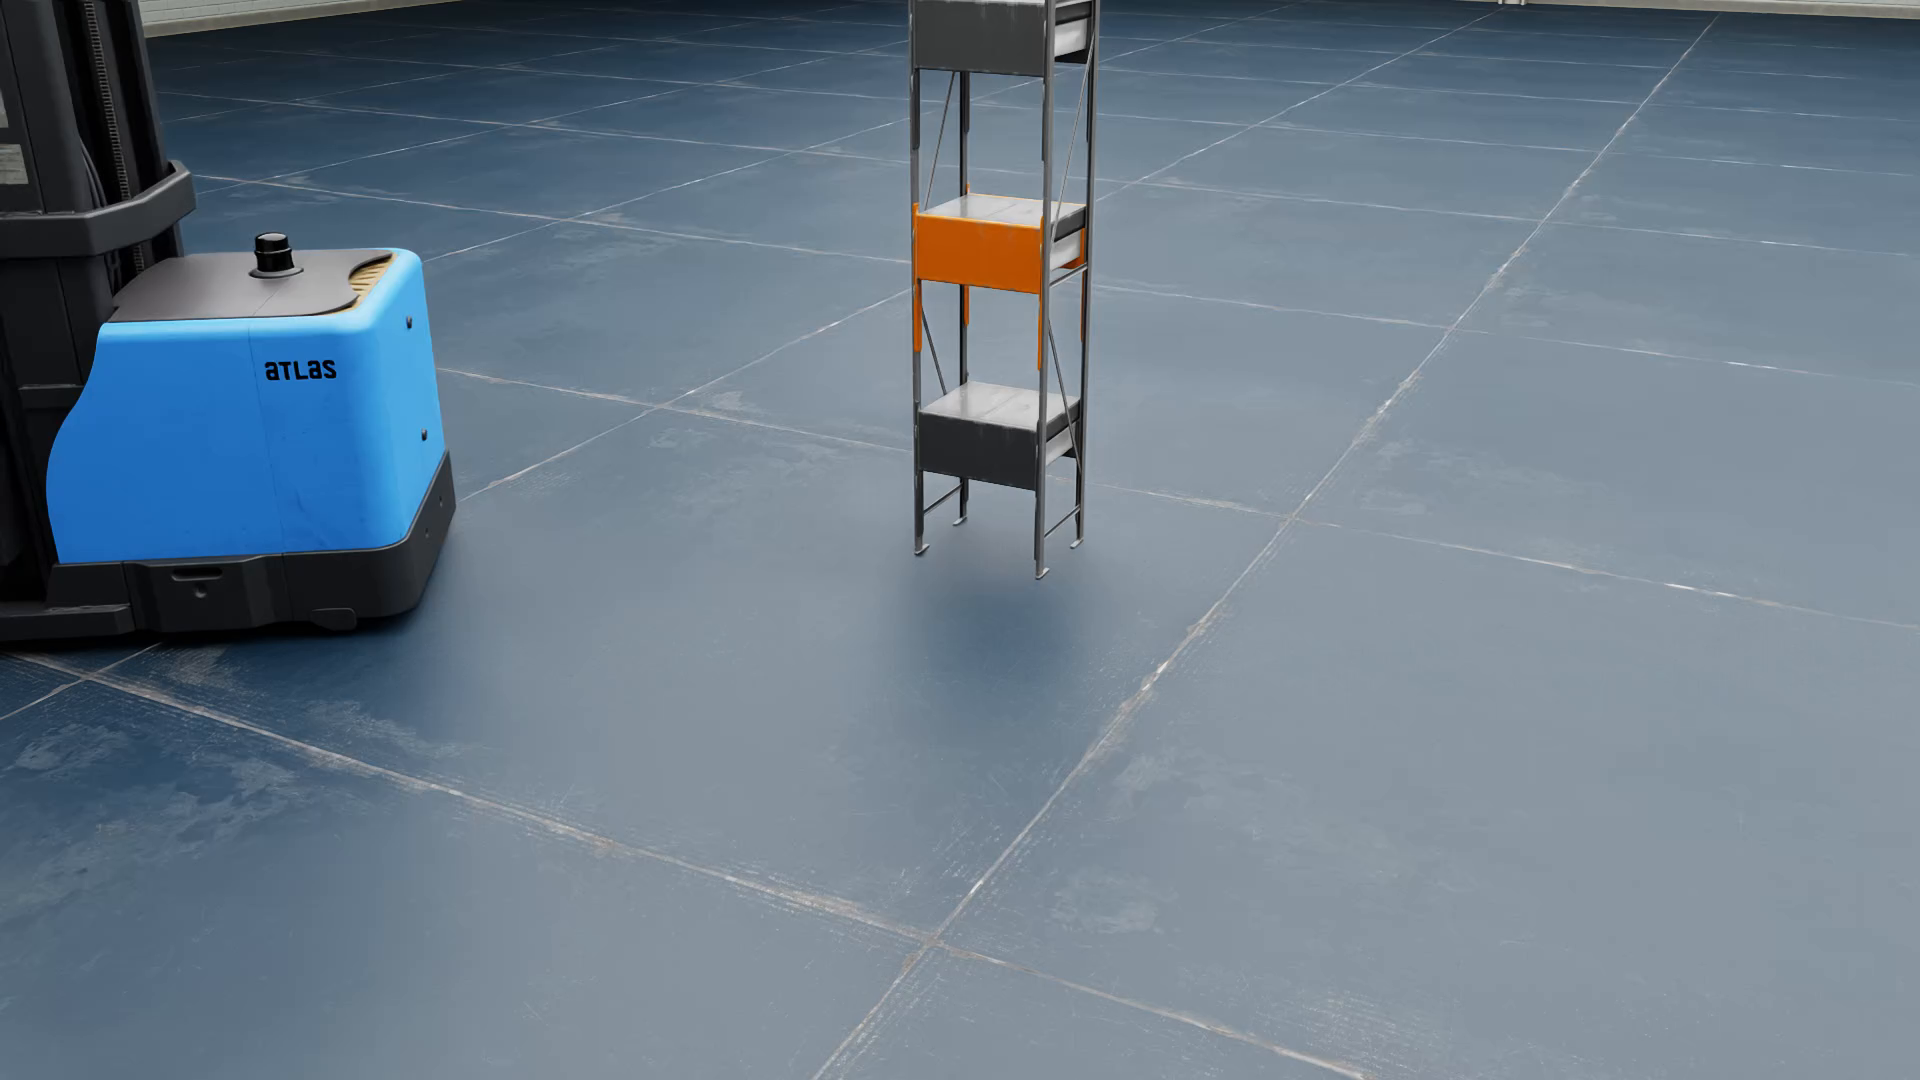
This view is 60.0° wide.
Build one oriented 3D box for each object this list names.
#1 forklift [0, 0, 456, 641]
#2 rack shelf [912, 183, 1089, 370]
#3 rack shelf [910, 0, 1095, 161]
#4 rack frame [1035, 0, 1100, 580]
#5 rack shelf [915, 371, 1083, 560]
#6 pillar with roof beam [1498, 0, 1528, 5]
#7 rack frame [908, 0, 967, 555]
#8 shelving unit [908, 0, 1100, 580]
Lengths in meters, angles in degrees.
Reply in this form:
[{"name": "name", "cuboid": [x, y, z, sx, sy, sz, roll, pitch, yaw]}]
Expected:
[{"name": "forklift", "cuboid": [-3.372, -1.163, 5.240, 3.031, 2.935, 1.130, -3, 23, -7]}, {"name": "rack shelf", "cuboid": [0.148, -0.924, 5.776, 0.480, 0.518, 0.431, 11, 25, 25]}, {"name": "rack shelf", "cuboid": [0.148, -1.569, 5.502, 0.480, 0.518, 0.431, 11, 25, 25]}, {"name": "rack frame", "cuboid": [0.365, -0.894, 5.669, 0.015, 2.100, 0.400, 11, 25, 25]}, {"name": "rack shelf", "cuboid": [0.148, -0.280, 6.050, 0.480, 0.518, 0.431, 11, 25, 25]}, {"name": "pillar with roof beam", "cuboid": [6.674, -11.001, 20.619, 0.400, 9.000, 9.100, 11, 25, 25]}, {"name": "rack frame", "cuboid": [-0.070, -0.980, 5.872, 0.015, 2.100, 0.400, 11, 25, 25]}, {"name": "shelving unit", "cuboid": [0.148, -0.937, 5.770, 0.503, 2.100, 0.431, 11, 25, 25]}]
